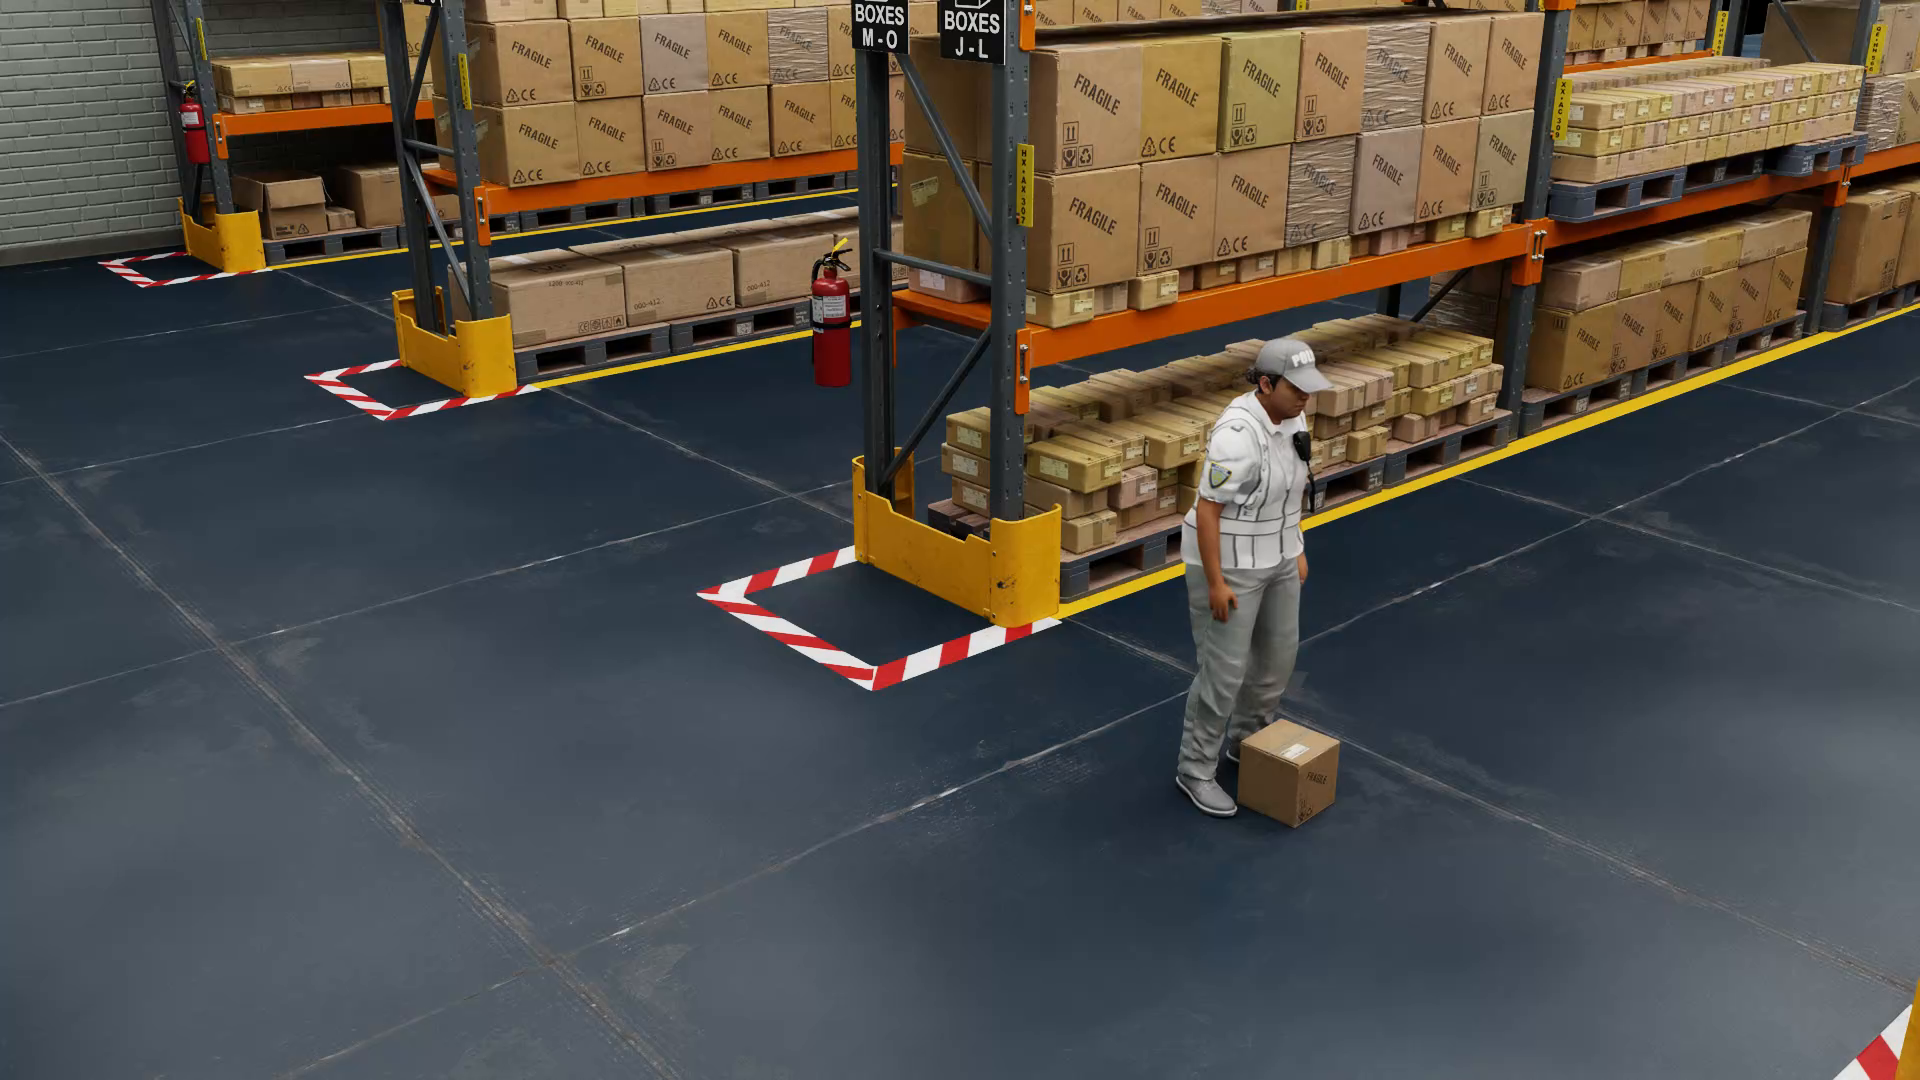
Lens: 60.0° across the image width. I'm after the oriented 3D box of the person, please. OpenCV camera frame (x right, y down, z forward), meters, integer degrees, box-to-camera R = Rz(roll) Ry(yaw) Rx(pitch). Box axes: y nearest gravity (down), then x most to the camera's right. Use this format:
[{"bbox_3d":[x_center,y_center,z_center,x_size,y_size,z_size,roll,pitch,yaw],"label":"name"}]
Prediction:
[{"bbox_3d":[1.022,0.105,5.799,0.559,1.667,0.465,-18,28,-39],"label":"person"}]
